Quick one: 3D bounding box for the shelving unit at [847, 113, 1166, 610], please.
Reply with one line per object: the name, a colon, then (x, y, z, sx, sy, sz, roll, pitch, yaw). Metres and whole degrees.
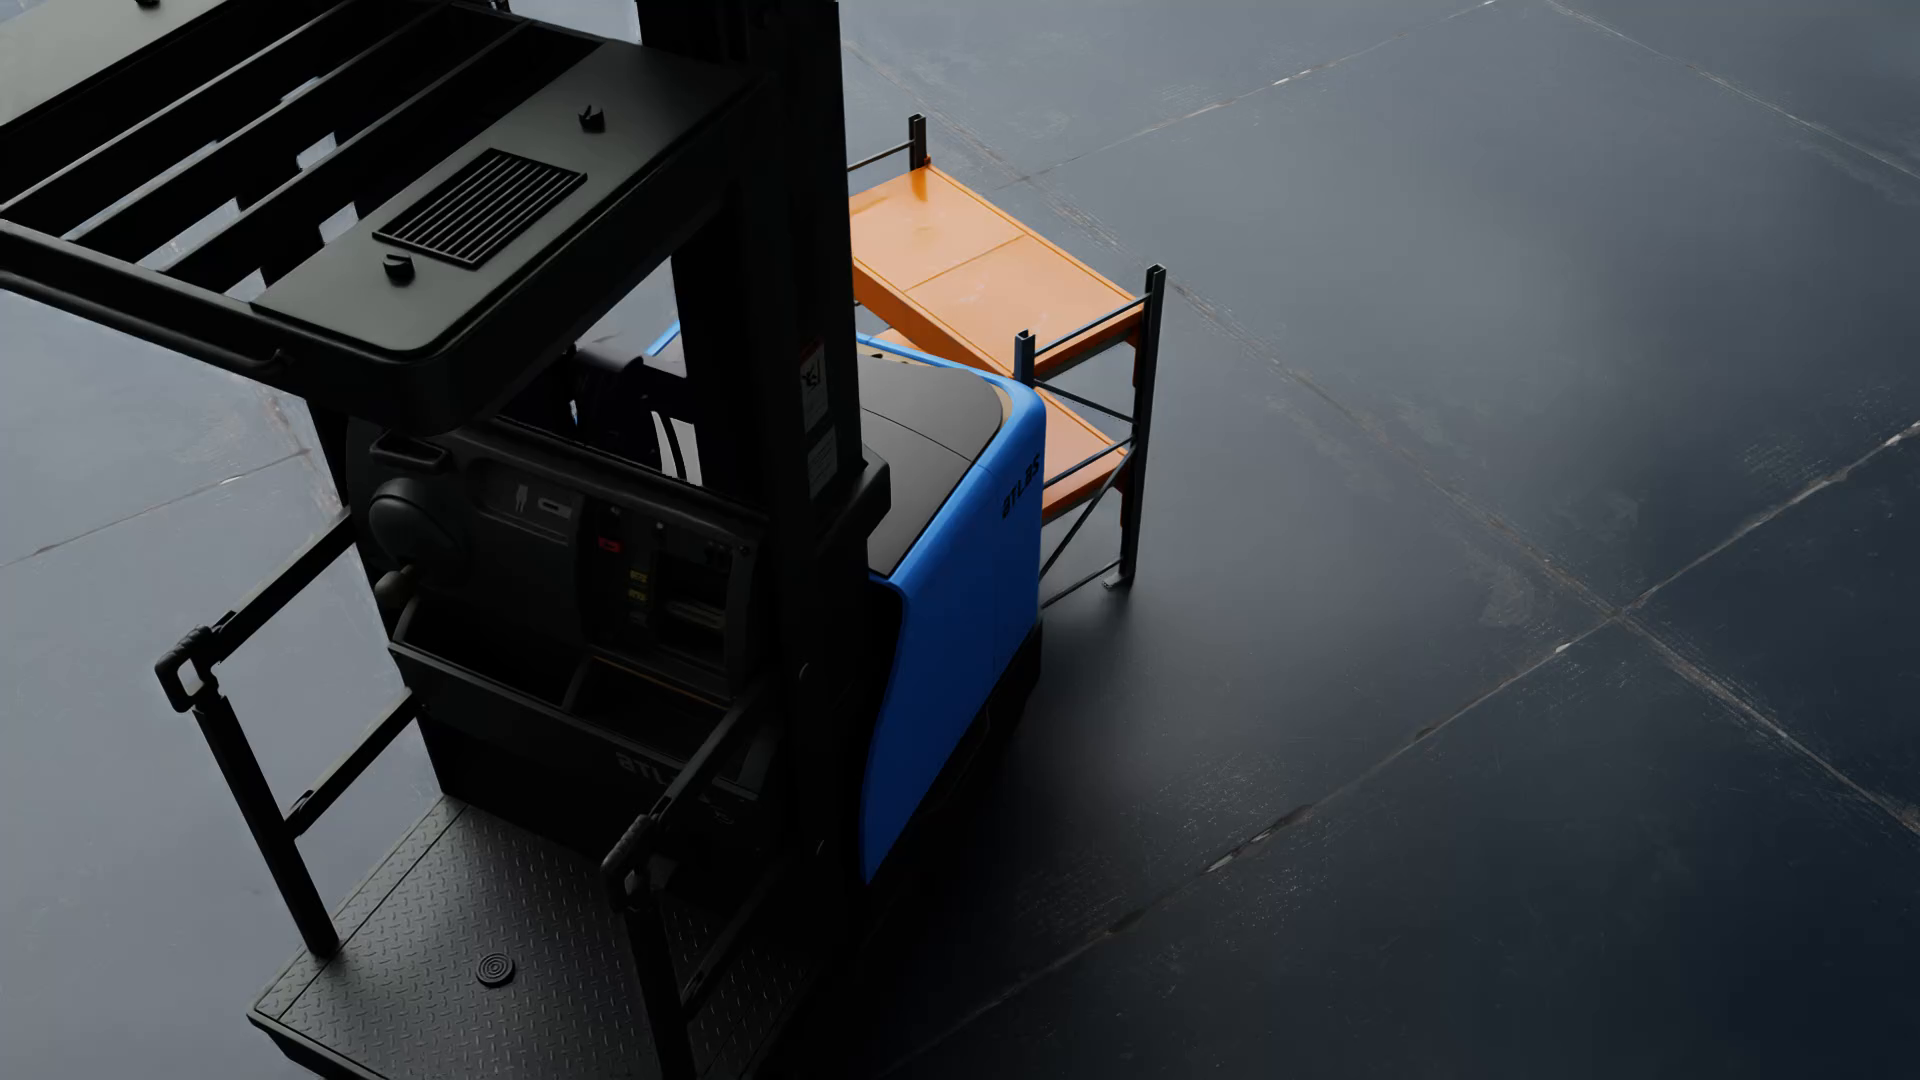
shelving unit: (0.018, -0.479, 4.937, 0.538, 1.125, 1.048, -29, 51, -27)

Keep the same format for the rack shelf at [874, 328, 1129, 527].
rack shelf: (0.018, -0.302, 5.106, 0.538, 0.278, 1.000, -29, 51, -27)

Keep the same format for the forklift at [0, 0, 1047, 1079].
forklift: (-0.880, 0.107, 3.015, 1.130, 2.935, 3.031, 19, 47, 19)

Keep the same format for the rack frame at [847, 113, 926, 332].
rack frame: (-0.304, -0.750, 5.221, 0.500, 1.125, 0.032, -29, 51, -27)

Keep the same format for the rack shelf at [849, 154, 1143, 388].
rack shelf: (0.018, -0.691, 4.735, 0.538, 0.278, 1.000, -29, 51, -27)

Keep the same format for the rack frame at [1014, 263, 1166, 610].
rack frame: (0.340, -0.207, 4.652, 0.500, 1.125, 0.032, -29, 51, -27)
